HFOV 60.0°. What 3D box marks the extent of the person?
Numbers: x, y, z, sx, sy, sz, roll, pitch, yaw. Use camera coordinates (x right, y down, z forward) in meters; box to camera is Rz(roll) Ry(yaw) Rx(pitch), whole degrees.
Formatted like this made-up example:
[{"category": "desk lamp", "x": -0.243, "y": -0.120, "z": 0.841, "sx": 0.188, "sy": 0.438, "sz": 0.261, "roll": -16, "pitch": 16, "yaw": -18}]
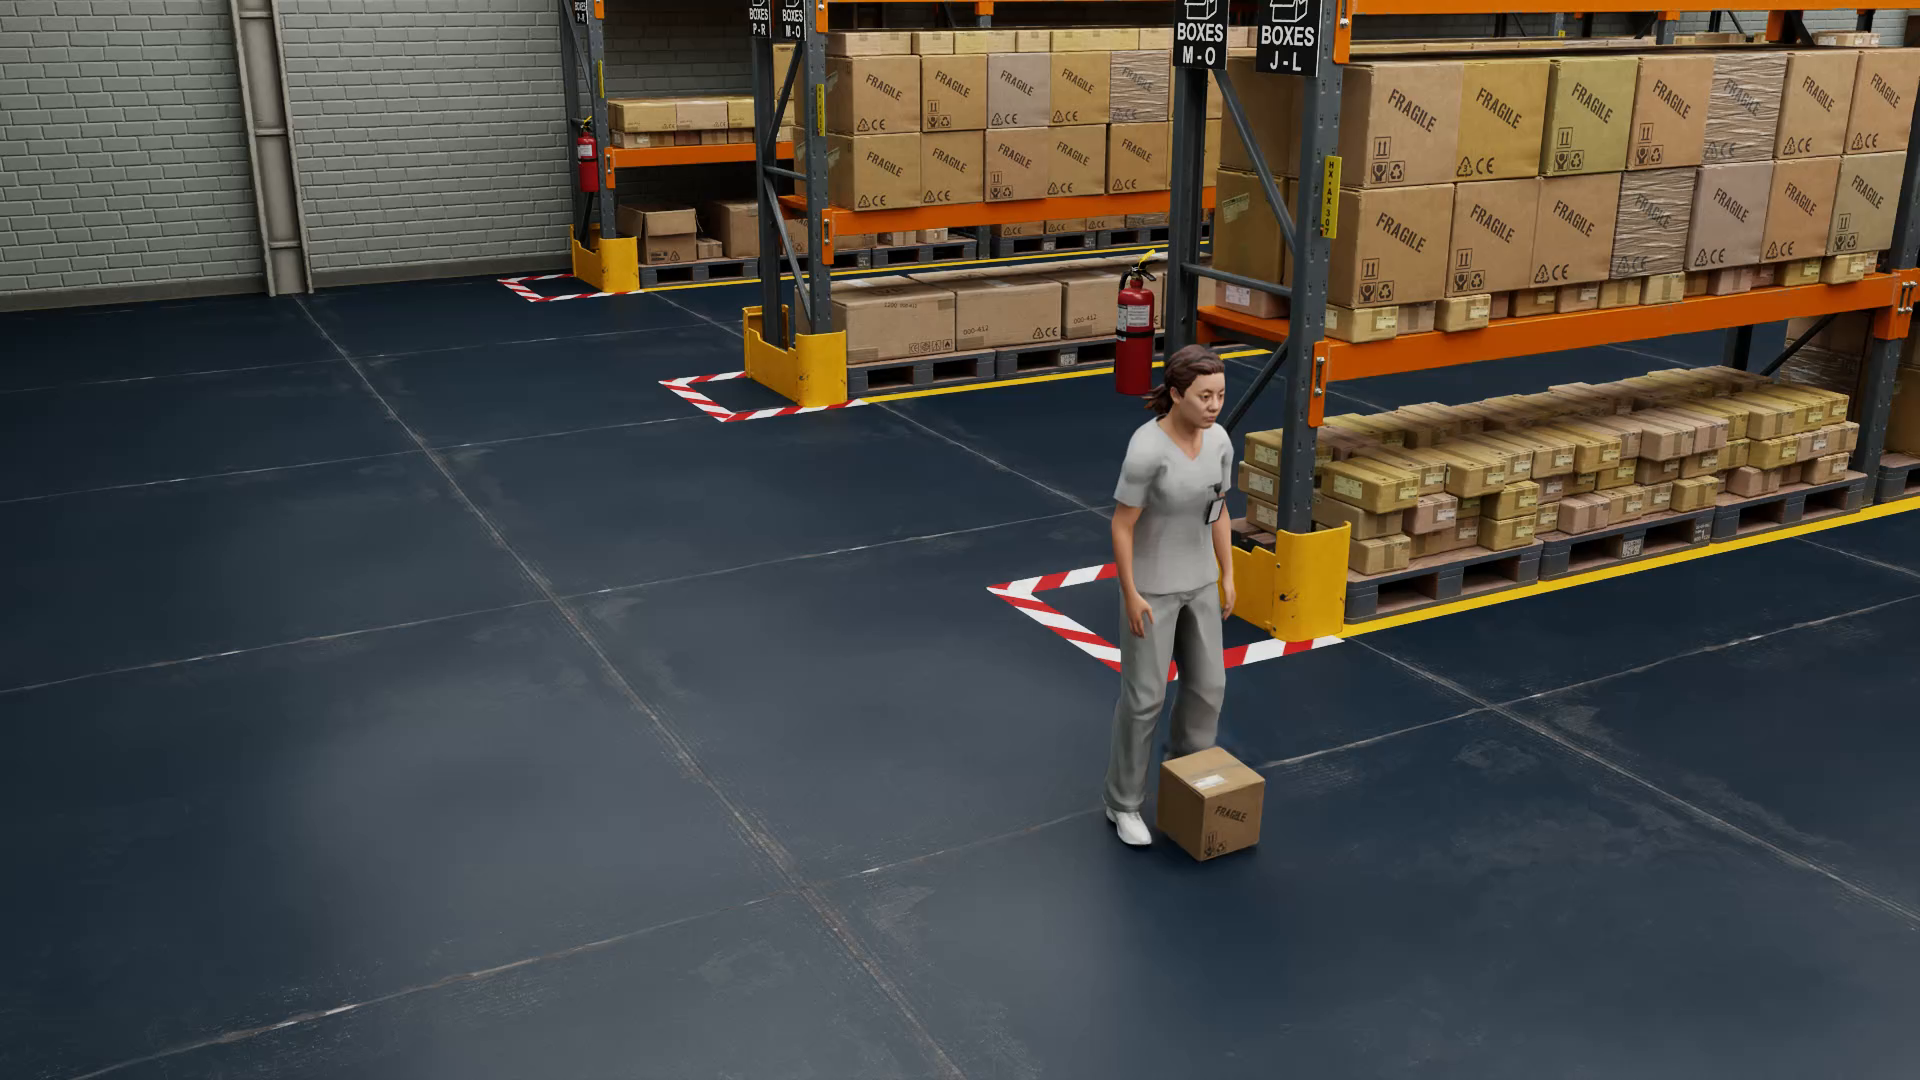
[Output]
[{"category": "person", "x": 0.732, "y": 0.179, "z": 5.532, "sx": 0.504, "sy": 1.671, "sz": 0.416, "roll": -11, "pitch": 21, "yaw": -30}]
